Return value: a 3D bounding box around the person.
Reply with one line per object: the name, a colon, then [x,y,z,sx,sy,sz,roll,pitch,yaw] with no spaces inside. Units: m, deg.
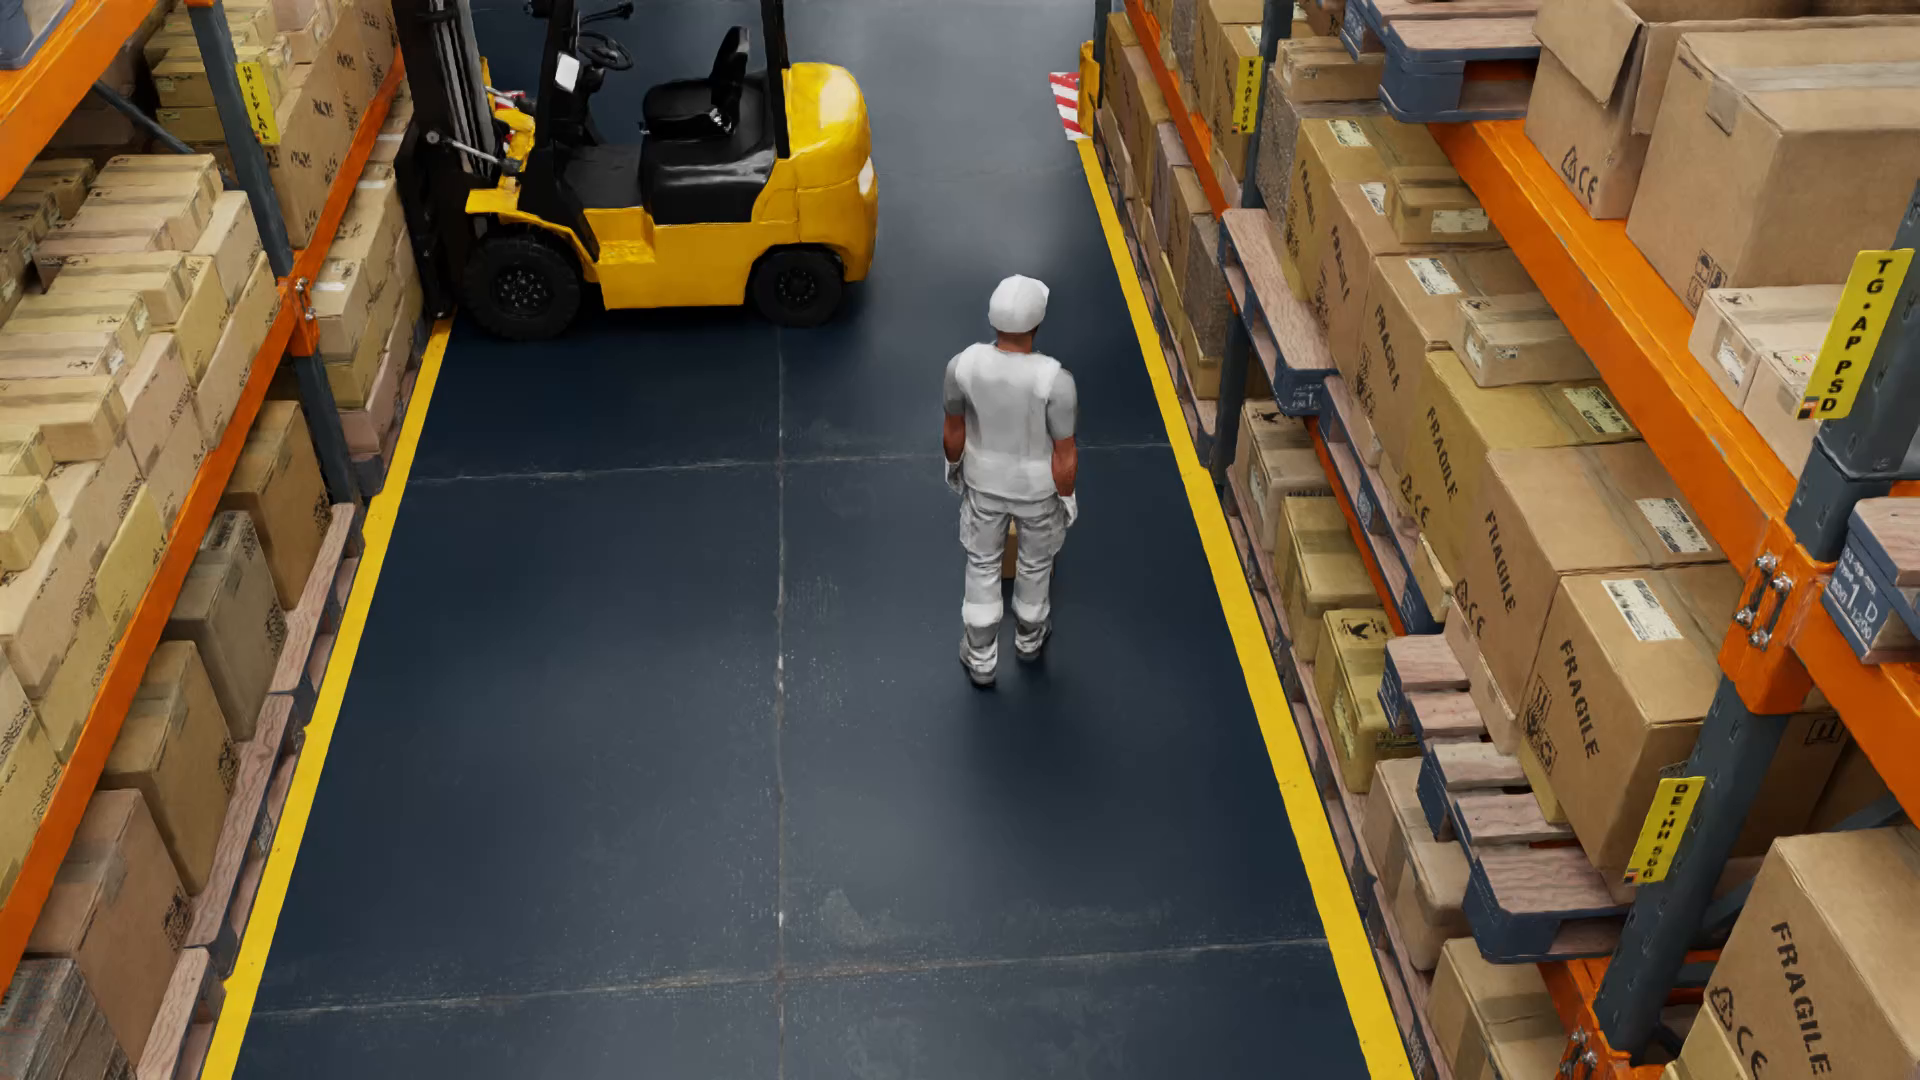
person: [11.366,-10.345,19.004,11.204,1.801,38.278,12,40,14]
